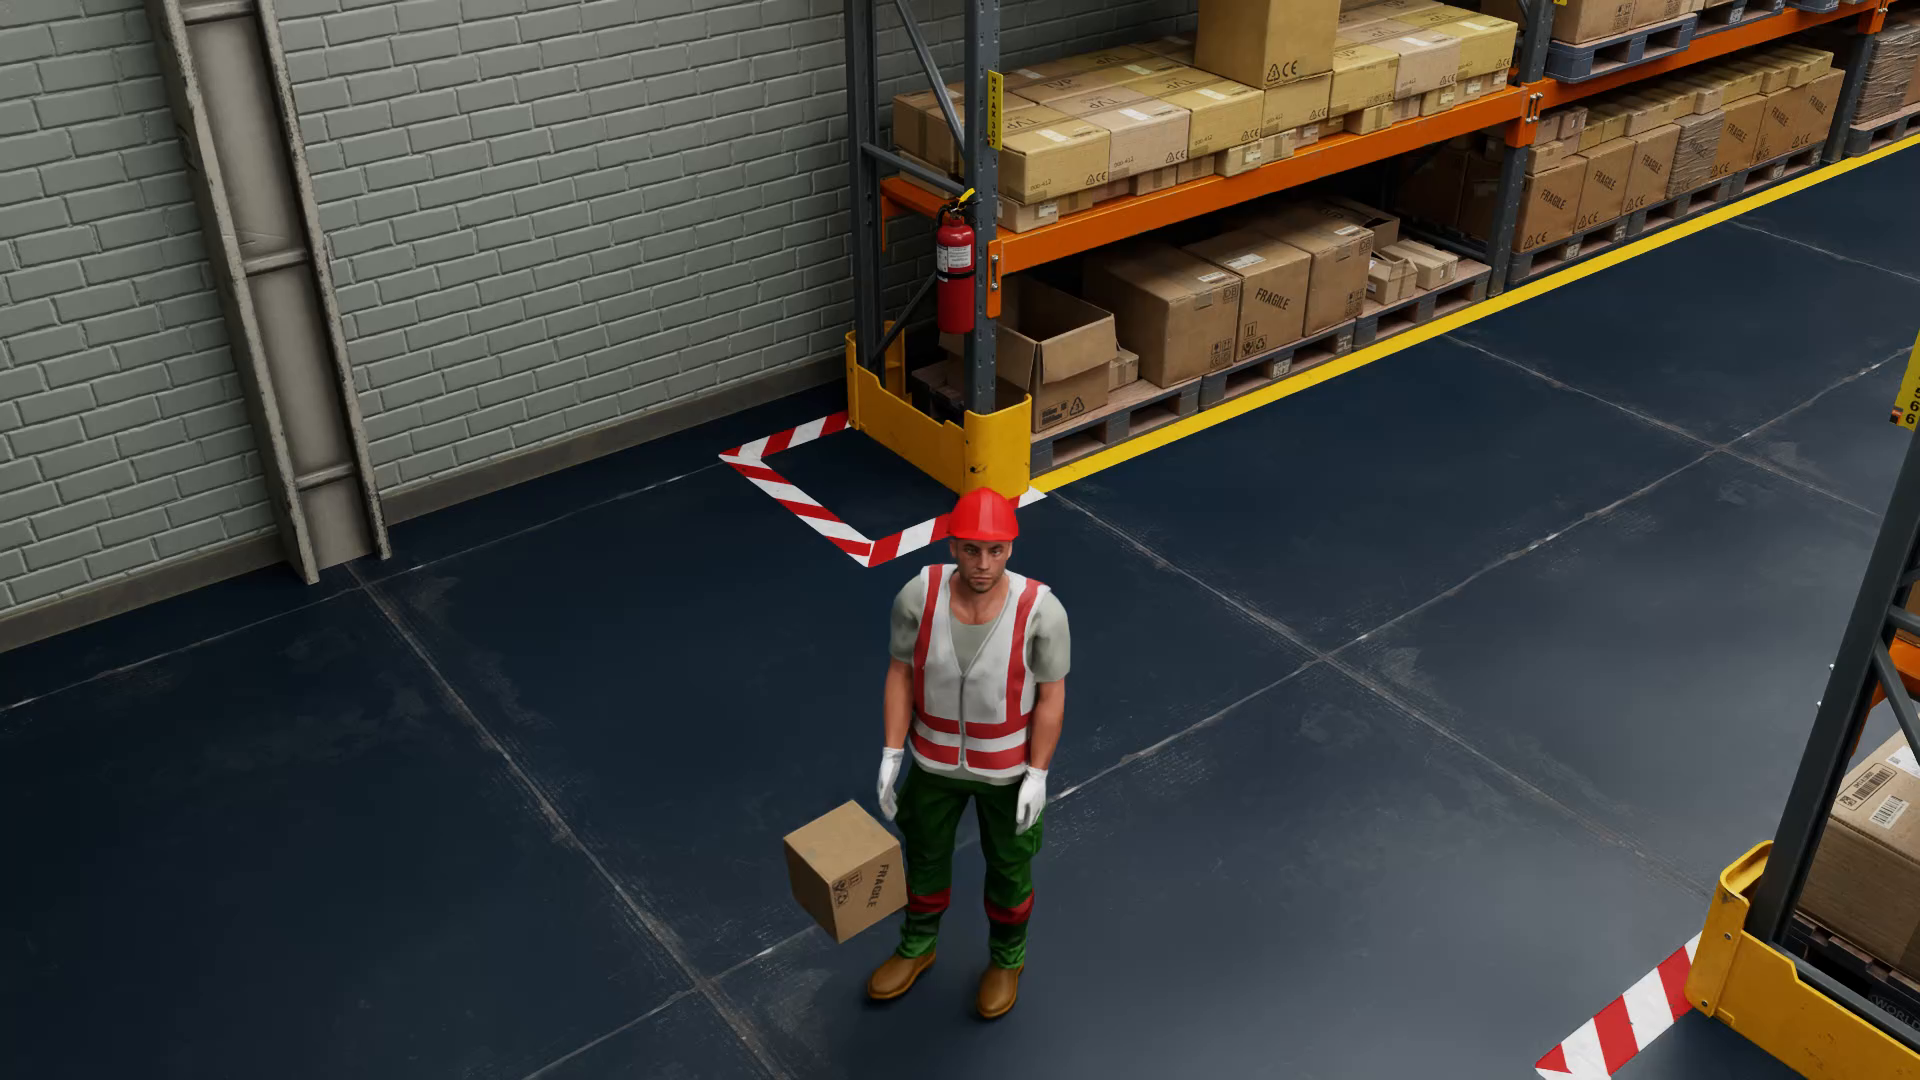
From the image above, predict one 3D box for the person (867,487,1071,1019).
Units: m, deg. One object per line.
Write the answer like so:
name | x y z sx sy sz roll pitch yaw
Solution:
person | 0.013 0.678 4.994 0.586 1.795 0.450 8 33 12
